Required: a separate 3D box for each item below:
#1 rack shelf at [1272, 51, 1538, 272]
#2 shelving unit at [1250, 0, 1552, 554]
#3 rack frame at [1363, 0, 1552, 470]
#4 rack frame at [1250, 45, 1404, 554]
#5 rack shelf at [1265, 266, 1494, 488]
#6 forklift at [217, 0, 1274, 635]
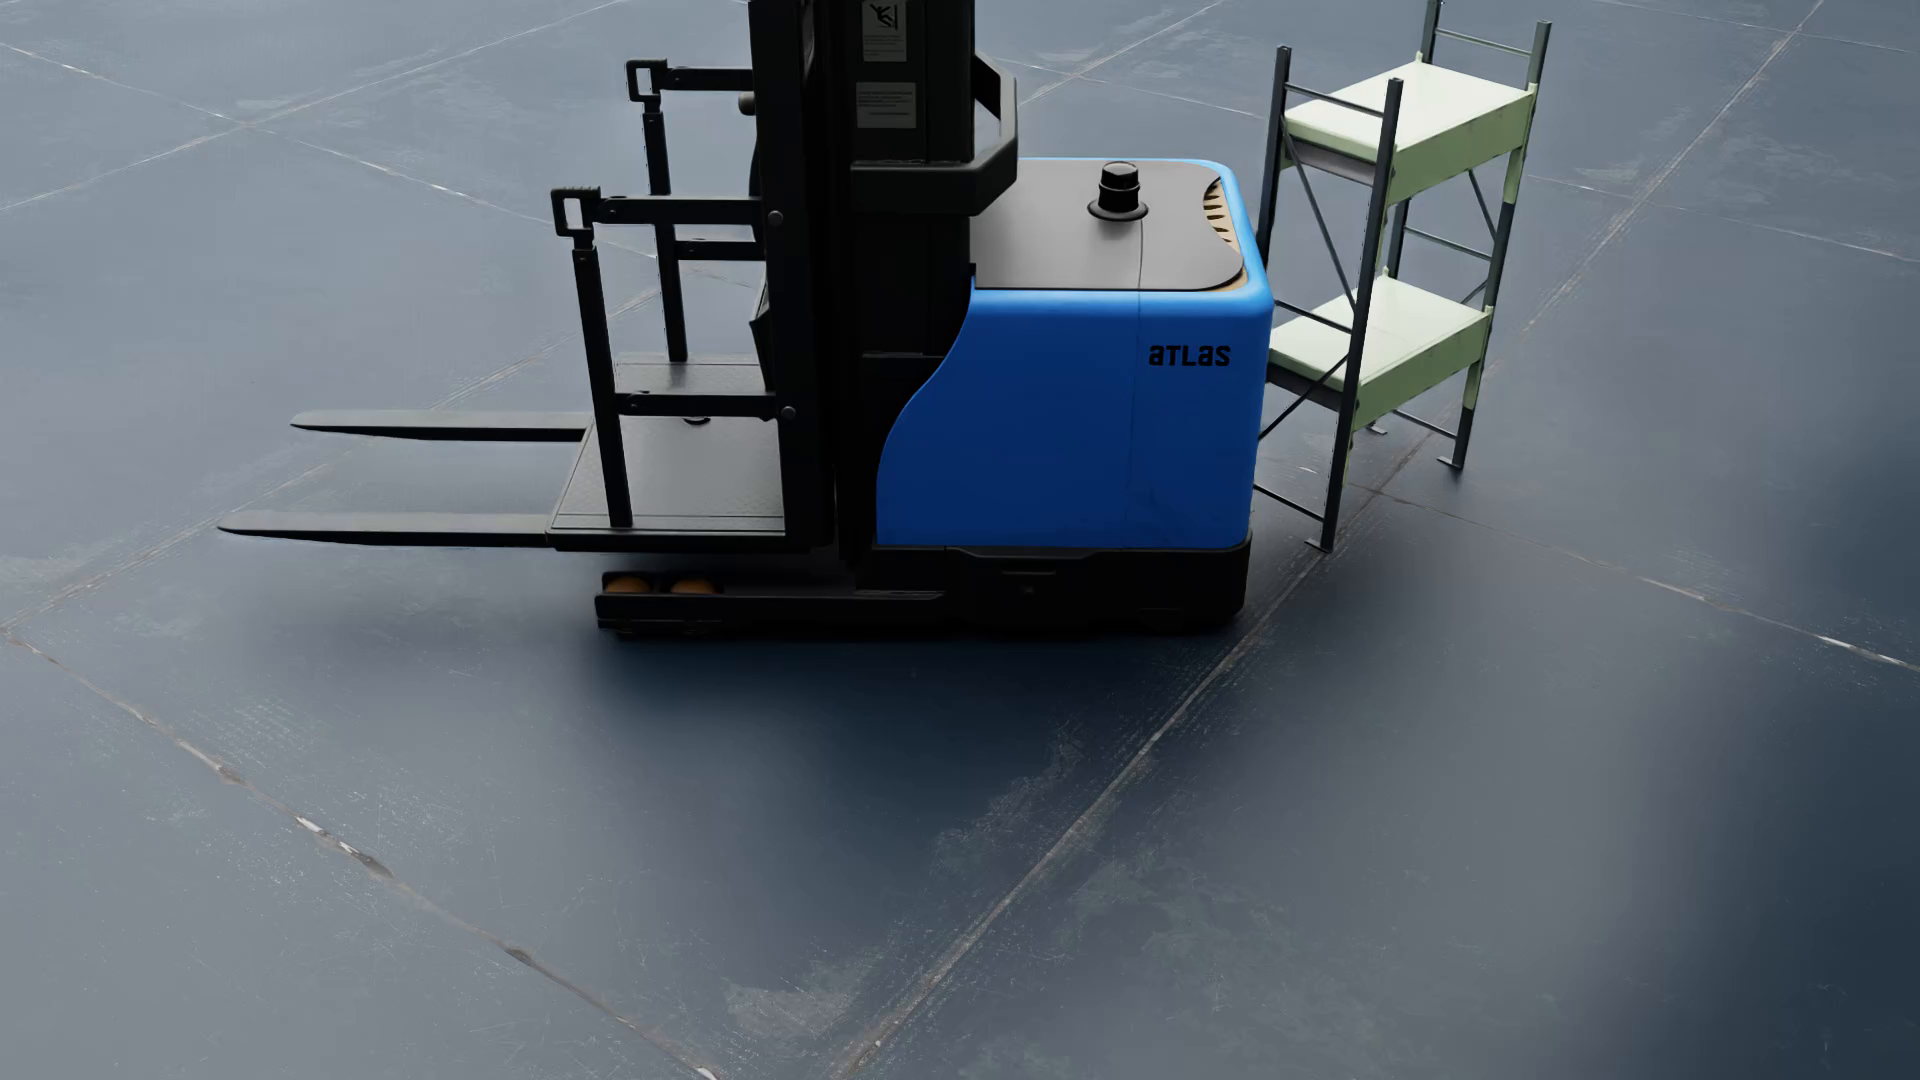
[{"bbox_3d":[1.287,-1.125,4.879,0.720,0.370,0.431,-28,43,-34],"label":"rack shelf"},{"bbox_3d":[1.287,-0.802,5.097,0.755,1.500,0.431,-28,43,-34],"label":"shelving unit"},{"bbox_3d":[1.554,-0.942,5.304,0.023,1.500,0.400,-28,43,-34],"label":"rack frame"},{"bbox_3d":[1.019,-0.662,4.890,0.023,1.500,0.400,-28,43,-34],"label":"rack frame"},{"bbox_3d":[1.287,-0.532,5.280,0.720,0.370,0.431,-28,43,-34],"label":"rack shelf"},{"bbox_3d":[-0.675,-1.234,4.458,3.031,2.935,1.130,1,34,1],"label":"forklift"}]
